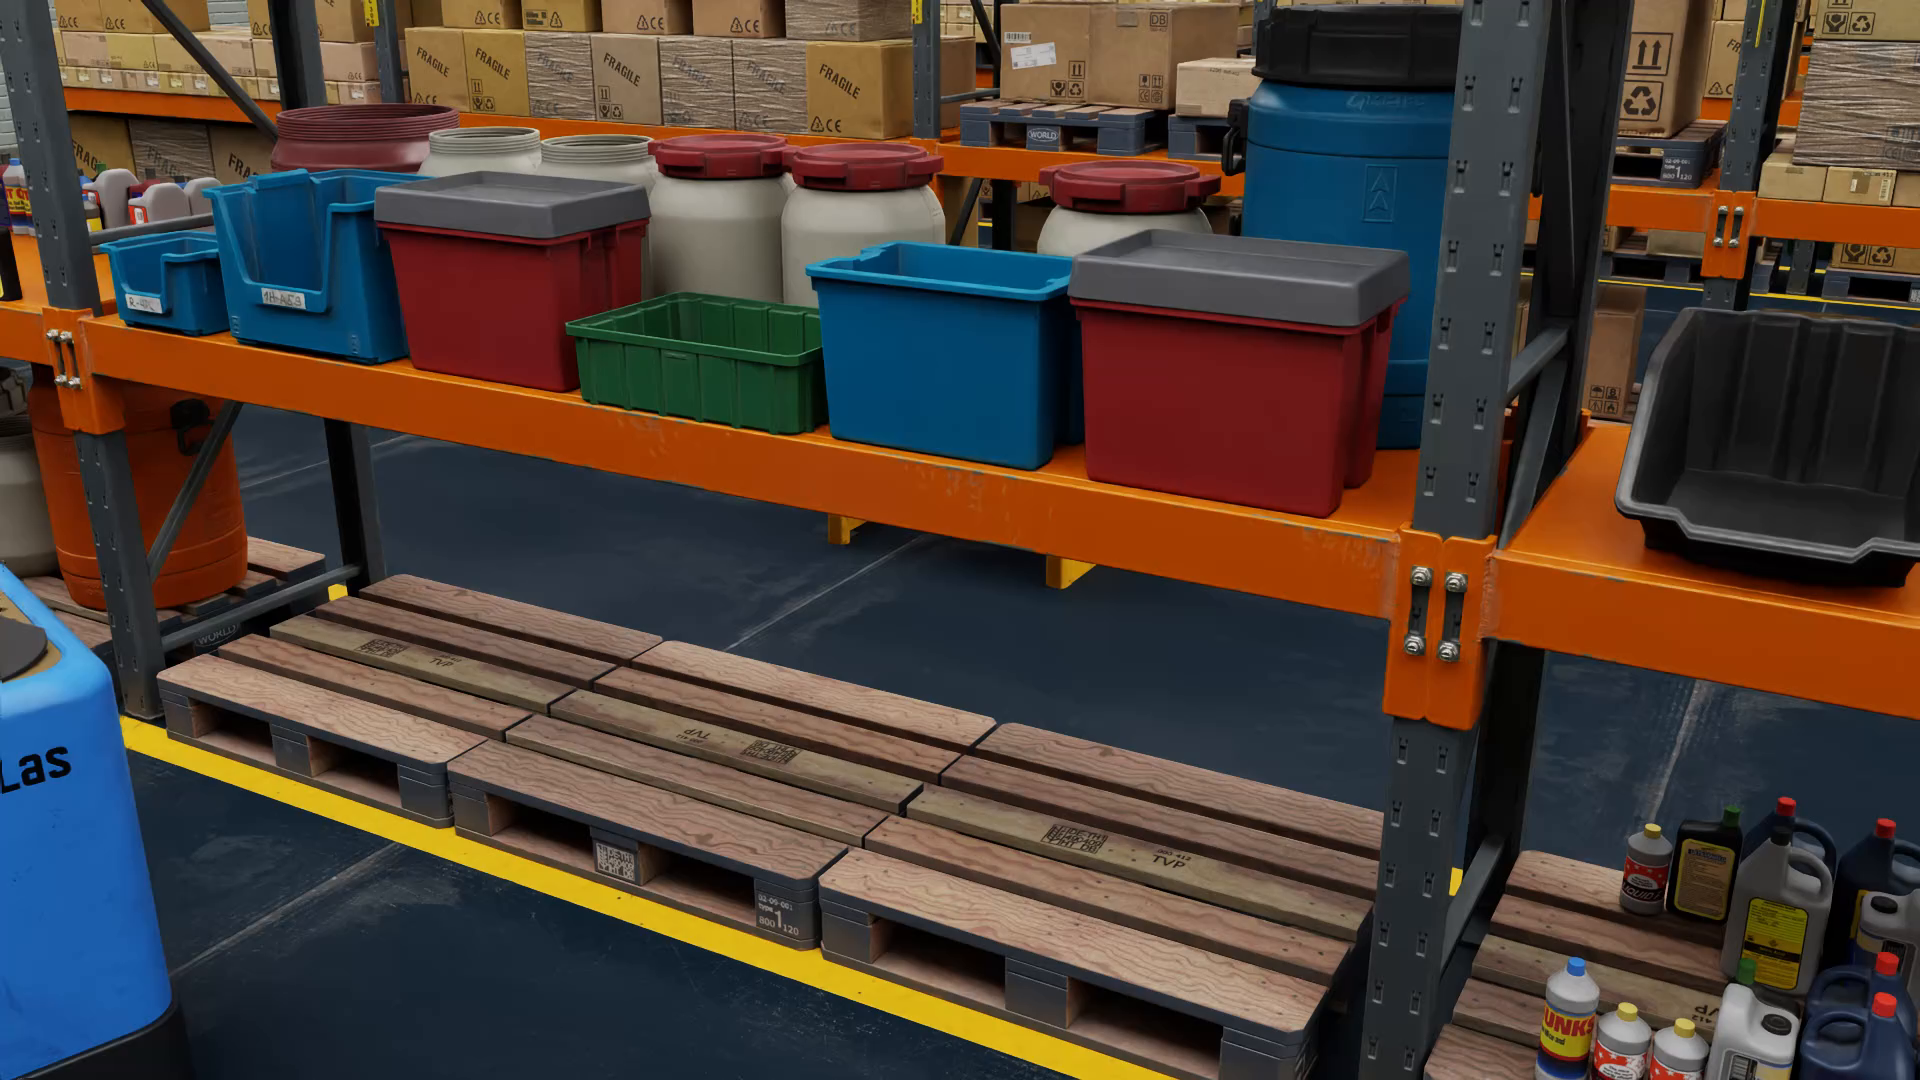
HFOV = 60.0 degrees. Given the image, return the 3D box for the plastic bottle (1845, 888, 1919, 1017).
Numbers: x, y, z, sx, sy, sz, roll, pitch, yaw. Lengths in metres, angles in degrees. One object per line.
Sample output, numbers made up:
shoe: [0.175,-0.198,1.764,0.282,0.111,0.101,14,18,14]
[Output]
plastic bottle: [1.941,0.853,3.465,0.135,0.276,0.152,11,23,27]

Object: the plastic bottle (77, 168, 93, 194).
plastic bottle: [-3.113,-1.182,5.913,0.097,0.271,0.097,0,20,0]

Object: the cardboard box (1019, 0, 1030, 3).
cardboard box: [0.545,-4.485,13.711,0.250,0.149,0.380,12,23,29]

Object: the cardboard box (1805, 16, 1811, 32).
cardboard box: [7.785,-4.830,15.534,0.250,0.149,0.380,11,23,28]

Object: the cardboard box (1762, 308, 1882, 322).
cardboard box: [3.866,-0.741,7.559,0.500,0.500,0.500,10,22,26]

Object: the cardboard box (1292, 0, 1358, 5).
cardboard box: [2.938,-4.361,12.877,0.500,0.500,0.700,11,23,27]

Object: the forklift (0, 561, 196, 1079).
forklift: [-3.011,0.076,2.358,3.031,2.935,1.130,-17,26,-39]

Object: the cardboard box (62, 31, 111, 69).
cardboard box: [-6.196,-3.617,12.222,0.500,0.250,0.500,10,22,27]

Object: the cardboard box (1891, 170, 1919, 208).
cardboard box: [4.021,-1.475,6.900,0.250,0.149,0.380,11,23,27]

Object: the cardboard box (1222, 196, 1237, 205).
cardboard box: [2.058,-3.138,14.167,0.500,0.500,0.500,10,22,25]

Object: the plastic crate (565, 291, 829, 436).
plastic crate: [-0.537,-0.428,3.958,0.662,0.188,0.450,11,23,27]

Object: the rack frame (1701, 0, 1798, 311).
rack frame: [3.536,-1.797,7.420,0.127,3.000,1.000,11,23,27]

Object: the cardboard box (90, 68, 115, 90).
cardboard box: [-6.114,-3.389,12.179,0.250,0.149,0.380,10,22,26]

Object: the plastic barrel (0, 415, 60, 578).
plastic barrel: [-3.343,-0.159,5.938,0.421,0.512,0.421,0,20,0]

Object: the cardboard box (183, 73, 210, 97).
cardboard box: [-5.218,-3.219,11.708,0.250,0.149,0.380,11,23,28]

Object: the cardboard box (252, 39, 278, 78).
cardboard box: [-4.414,-3.277,11.285,0.500,0.250,0.500,12,23,29]

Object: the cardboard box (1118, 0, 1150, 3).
cardboard box: [1.453,-4.312,13.234,0.250,0.149,0.380,12,23,29]

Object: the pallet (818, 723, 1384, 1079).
pallet: [0.416,0.869,4.159,1.213,0.211,1.003,11,23,27]

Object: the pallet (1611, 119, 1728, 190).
pallet: [2.940,-1.877,7.923,1.213,0.211,1.003,11,23,27]

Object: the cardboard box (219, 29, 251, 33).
cardboard box: [-5.044,-3.606,12.191,0.500,0.250,0.500,11,23,27]

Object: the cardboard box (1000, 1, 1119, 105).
cardboard box: [0.535,-2.629,8.951,0.500,0.500,0.500,8,21,21]

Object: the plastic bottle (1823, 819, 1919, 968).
plastic bottle: [1.991,0.769,3.585,0.185,0.351,0.144,10,22,25]

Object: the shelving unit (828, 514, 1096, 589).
shelving unit: [0.067,-0.692,6.574,1.083,1.500,0.587,11,23,27]

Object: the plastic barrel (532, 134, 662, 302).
plastic barrel: [-1.001,-0.863,4.681,0.421,0.512,0.421,0,20,0]

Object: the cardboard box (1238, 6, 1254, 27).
cardboard box: [2.227,-4.281,13.585,0.250,0.149,0.380,12,23,30]

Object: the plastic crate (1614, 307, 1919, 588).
plastic crate: [1.516,-0.168,3.022,0.504,0.338,0.767,11,23,27]

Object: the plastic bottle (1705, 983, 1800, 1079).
plastic bottle: [1.481,0.980,3.113,0.135,0.276,0.152,12,23,29]

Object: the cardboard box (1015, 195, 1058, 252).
cardboard box: [0.644,-1.744,9.195,0.500,0.250,0.500,12,23,29]

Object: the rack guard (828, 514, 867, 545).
rack guard: [-0.368,-0.188,7.016,0.087,0.250,0.587,11,23,27]

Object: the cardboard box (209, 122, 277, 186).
cardboard box: [-4.771,-2.609,12.159,0.875,0.875,0.875,11,23,27]

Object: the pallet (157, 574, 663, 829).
pallet: [-1.714,0.464,5.278,1.213,0.211,1.003,11,23,27]

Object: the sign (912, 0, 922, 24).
sign: [-0.224,-2.841,8.600,0.005,0.325,0.100,11,23,27]

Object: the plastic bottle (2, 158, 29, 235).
plastic bottle: [-3.486,-1.277,6.174,0.097,0.271,0.097,0,20,0]

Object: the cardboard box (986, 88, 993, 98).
cardboard box: [0.889,-5.207,19.962,0.875,0.438,0.875,10,22,27]

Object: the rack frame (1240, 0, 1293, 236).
rack frame: [2.551,-3.922,13.278,0.127,3.000,1.000,11,23,27]

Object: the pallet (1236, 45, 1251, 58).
pallet: [1.877,-3.919,13.550,1.003,0.211,1.213,11,23,27]

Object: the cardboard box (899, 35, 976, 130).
cardboard box: [-0.247,-2.671,9.683,0.500,0.500,0.500,12,23,29]

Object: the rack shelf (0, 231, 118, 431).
rack shelf: [-4.117,-0.982,6.229,4.000,0.370,1.077,11,23,27]

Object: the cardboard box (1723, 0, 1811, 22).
cardboard box: [5.607,-3.855,11.480,0.500,0.500,0.700,10,22,26]

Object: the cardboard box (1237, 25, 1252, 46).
cardboard box: [2.259,-4.136,13.620,0.250,0.149,0.380,10,22,27]

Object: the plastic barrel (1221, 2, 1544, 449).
plastic barrel: [0.931,-0.713,3.696,0.708,0.901,0.600,11,23,27]

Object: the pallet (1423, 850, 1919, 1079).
pallet: [1.687,1.112,3.489,1.213,0.211,1.003,11,23,27]

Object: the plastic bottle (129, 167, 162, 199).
plastic bottle: [-2.856,-1.169,5.861,0.133,0.283,0.061,11,23,27]

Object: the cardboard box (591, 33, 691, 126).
cardboard box: [-1.839,-2.772,9.963,0.500,0.500,0.500,11,23,28]

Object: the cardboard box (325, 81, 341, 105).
cardboard box: [-4.099,-3.005,11.120,0.250,0.149,0.380,11,23,28]

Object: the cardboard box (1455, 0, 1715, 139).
cardboard box: [2.911,-2.450,7.725,1.000,1.000,1.000,11,23,28]

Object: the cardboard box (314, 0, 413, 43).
cardboard box: [-3.980,-3.546,10.926,0.500,0.500,0.500,12,23,29]

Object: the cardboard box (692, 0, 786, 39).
cardboard box: [-1.154,-3.216,9.715,0.637,0.503,0.797,11,23,29]

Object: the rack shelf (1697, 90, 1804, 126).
rack shelf: [4.297,-3.251,12.484,4.000,0.370,1.077,11,23,27]

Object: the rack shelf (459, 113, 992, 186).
rack shelf: [-1.702,-2.457,10.294,4.000,0.370,1.077,11,23,27]

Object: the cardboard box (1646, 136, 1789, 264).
cardboard box: [5.458,-2.473,11.967,0.750,0.750,1.050,11,23,27]
